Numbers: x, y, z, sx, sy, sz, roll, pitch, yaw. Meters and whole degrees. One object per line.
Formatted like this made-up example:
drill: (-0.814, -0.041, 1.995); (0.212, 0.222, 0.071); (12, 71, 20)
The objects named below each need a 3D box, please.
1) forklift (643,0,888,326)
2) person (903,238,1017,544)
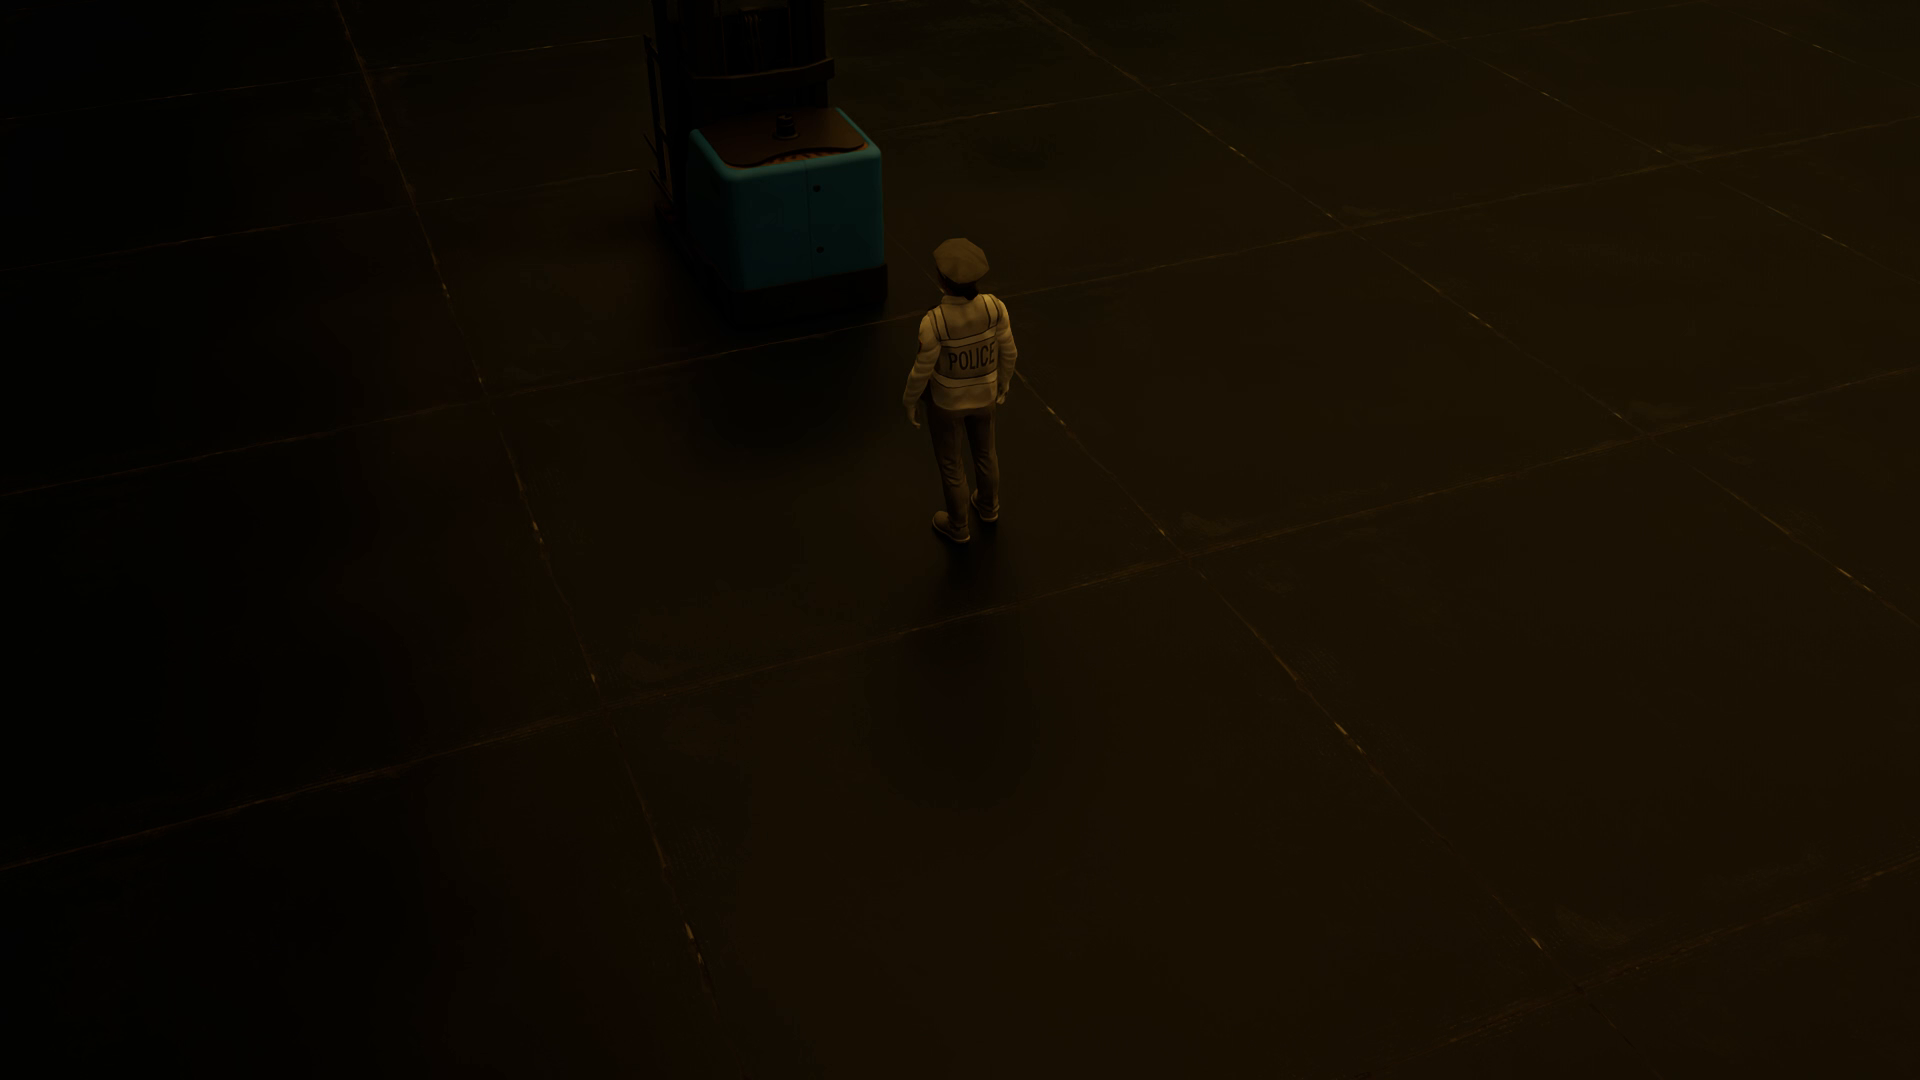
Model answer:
forklift: (-1.500, -3.377, 10.848); (1.130, 2.935, 3.031); (-14, 38, -18)
person: (-0.021, -0.734, 8.186); (0.587, 1.695, 0.531); (-14, 38, -19)
